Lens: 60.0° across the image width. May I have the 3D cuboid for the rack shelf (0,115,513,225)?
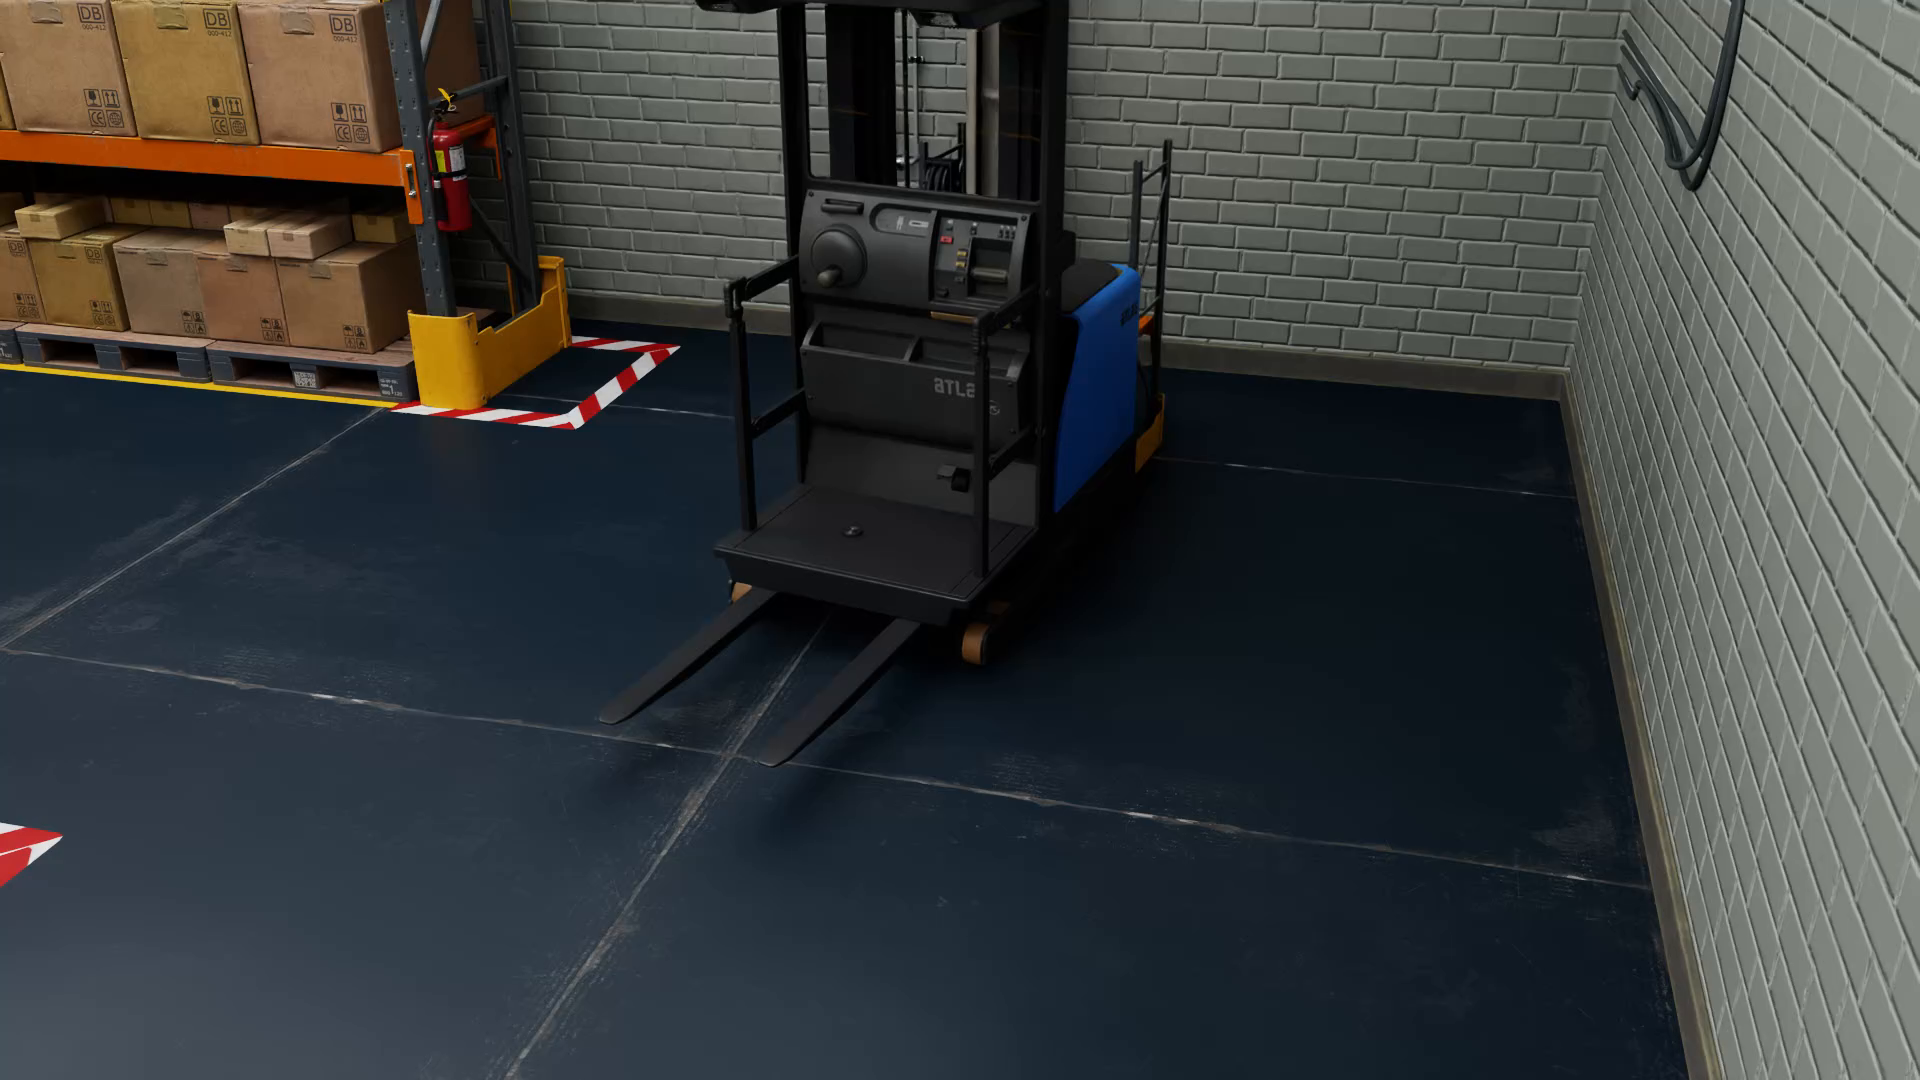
[{"bbox_3d":[-4.506,-2.177,9.170,4.000,0.370,1.077,6,26,13],"label":"rack shelf"}]

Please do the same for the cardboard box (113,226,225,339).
[{"bbox_3d":[-4.244,-1.489,9.308,0.500,0.500,0.700,5,26,11],"label":"cardboard box"}]

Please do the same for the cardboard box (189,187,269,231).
[{"bbox_3d":[-4.080,-1.853,9.317,0.250,0.149,0.380,7,26,14],"label":"cardboard box"}]

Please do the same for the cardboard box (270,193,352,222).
[{"bbox_3d":[-3.592,-1.799,9.203,0.250,0.149,0.380,6,26,13],"label":"cardboard box"}]

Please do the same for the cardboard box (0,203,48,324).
[{"bbox_3d":[-5.258,-1.599,9.539,0.500,0.500,0.700,6,26,12],"label":"cardboard box"}]

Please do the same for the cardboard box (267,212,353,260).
[{"bbox_3d":[-3.441,-1.613,8.813,0.250,0.149,0.380,6,26,12],"label":"cardboard box"}]

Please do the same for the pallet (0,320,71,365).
[{"bbox_3d":[-5.726,-1.343,9.825,1.213,0.211,1.003,6,26,13],"label":"pallet"}]

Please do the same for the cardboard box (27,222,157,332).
[{"bbox_3d":[-4.762,-1.543,9.421,0.500,0.500,0.700,7,26,14],"label":"cardboard box"}]

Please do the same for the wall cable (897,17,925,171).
[{"bbox_3d":[-1.093,-3.003,8.887,1.851,1.984,0.084,6,26,13],"label":"wall cable"}]

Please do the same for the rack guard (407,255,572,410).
[{"bbox_3d":[-2.546,-1.157,9.098,0.348,0.500,1.175,6,26,13],"label":"rack guard"}]

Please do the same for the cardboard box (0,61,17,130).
[{"bbox_3d":[-5.216,-2.706,9.096,0.700,0.700,0.980,6,26,12],"label":"cardboard box"}]

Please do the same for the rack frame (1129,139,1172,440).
[{"bbox_3d":[0.862,-1.059,7.729,0.032,1.500,0.500,10,27,20],"label":"rack frame"}]

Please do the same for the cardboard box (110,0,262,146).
[{"bbox_3d":[-3.773,-2.547,8.761,0.700,0.700,0.980,6,26,13],"label":"cardboard box"}]

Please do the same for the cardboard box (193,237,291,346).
[{"bbox_3d":[-3.756,-1.436,9.195,0.500,0.500,0.700,6,26,13],"label":"cardboard box"}]

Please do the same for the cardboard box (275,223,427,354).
[{"bbox_3d":[-3.272,-1.382,9.083,0.500,0.500,0.700,6,26,13],"label":"cardboard box"}]

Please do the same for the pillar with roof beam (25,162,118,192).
[{"bbox_3d":[-6.622,-3.918,5.010,0.400,9.000,9.100,6,26,13],"label":"pillar with roof beam"}]

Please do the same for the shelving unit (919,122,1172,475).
[{"bbox_3d":[0.402,-1.142,7.903,1.083,1.500,0.587,10,27,20],"label":"shelving unit"}]

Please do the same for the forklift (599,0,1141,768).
[{"bbox_3d":[-0.265,-1.061,6.068,1.130,2.935,3.031,11,28,22],"label":"forklift"}]

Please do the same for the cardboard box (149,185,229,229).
[{"bbox_3d":[-4.329,-1.880,9.374,0.250,0.149,0.380,7,26,14],"label":"cardboard box"}]

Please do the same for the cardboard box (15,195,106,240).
[{"bbox_3d":[-4.952,-1.779,9.161,0.250,0.149,0.380,6,26,12],"label":"cardboard box"}]

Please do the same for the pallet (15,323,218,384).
[{"bbox_3d":[-4.541,-1.213,9.553,1.213,0.211,1.003,6,26,13],"label":"pallet"}]

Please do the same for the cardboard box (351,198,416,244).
[{"bbox_3d":[-3.101,-1.745,9.090,0.250,0.149,0.380,6,26,13],"label":"cardboard box"}]

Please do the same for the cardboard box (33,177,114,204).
[{"bbox_3d":[-5.069,-1.962,9.546,0.250,0.149,0.380,5,26,11],"label":"cardboard box"}]

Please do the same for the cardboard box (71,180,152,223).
[{"bbox_3d":[-4.824,-1.934,9.488,0.250,0.149,0.380,7,26,14],"label":"cardboard box"}]

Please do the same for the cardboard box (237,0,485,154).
[{"bbox_3d":[-3.065,-2.474,8.607,0.700,0.700,0.980,8,26,15],"label":"cardboard box"}]

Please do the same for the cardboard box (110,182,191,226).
[{"bbox_3d":[-4.574,-1.907,9.431,0.250,0.149,0.380,6,26,12],"label":"cardboard box"}]

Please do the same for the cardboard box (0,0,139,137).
[{"bbox_3d":[-4.509,-2.632,8.941,0.700,0.700,0.980,5,26,10],"label":"cardboard box"}]

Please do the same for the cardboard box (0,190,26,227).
[{"bbox_3d":[-5.458,-1.835,9.279,0.250,0.149,0.380,7,26,15],"label":"cardboard box"}]

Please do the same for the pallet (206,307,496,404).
[{"bbox_3d":[-3.363,-1.082,9.277,1.213,0.211,1.003,6,26,13],"label":"pallet"}]

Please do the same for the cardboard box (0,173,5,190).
[{"bbox_3d":[-5.835,-2.045,9.721,0.250,0.149,0.380,6,26,13],"label":"cardboard box"}]

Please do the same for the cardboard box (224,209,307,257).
[{"bbox_3d":[-3.689,-1.640,8.870,0.250,0.149,0.380,7,26,14],"label":"cardboard box"}]

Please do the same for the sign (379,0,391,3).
[{"bbox_3d":[-2.717,-2.693,7.795,0.005,0.325,0.100,6,26,13],"label":"sign"}]

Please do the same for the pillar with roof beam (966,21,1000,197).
[{"bbox_3d":[-0.811,-3.275,3.661,0.400,9.000,9.100,6,26,13],"label":"pillar with roof beam"}]

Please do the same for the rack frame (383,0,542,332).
[{"bbox_3d":[-2.569,-2.288,8.566,0.127,3.000,1.000,6,26,13],"label":"rack frame"}]

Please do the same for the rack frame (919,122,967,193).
[{"bbox_3d":[-0.076,-1.228,8.083,0.032,1.500,0.500,10,27,20],"label":"rack frame"}]

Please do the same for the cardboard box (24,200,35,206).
[{"bbox_3d":[-5.744,-1.654,9.655,0.500,0.500,0.700,7,26,14],"label":"cardboard box"}]

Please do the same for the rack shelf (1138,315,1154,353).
[{"bbox_3d":[0.393,-0.981,7.983,1.000,0.185,0.538,10,27,20],"label":"rack shelf"}]

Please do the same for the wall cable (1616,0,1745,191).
[{"bbox_3d":[2.820,-2.840,6.359,0.112,2.526,3.097,6,26,13],"label":"wall cable"}]

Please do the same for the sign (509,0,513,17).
[{"bbox_3d":[-2.425,-2.945,8.847,0.005,0.325,0.100,6,26,13],"label":"sign"}]

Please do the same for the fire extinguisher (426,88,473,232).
[{"bbox_3d":[-2.538,-1.876,8.225,0.183,0.674,0.296,6,26,13],"label":"fire extinguisher"}]

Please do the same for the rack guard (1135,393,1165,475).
[{"bbox_3d":[0.861,-0.495,7.997,0.087,0.250,0.587,10,27,20],"label":"rack guard"}]

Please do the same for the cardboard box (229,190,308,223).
[{"bbox_3d":[-3.834,-1.826,9.260,0.250,0.149,0.380,7,26,13],"label":"cardboard box"}]
